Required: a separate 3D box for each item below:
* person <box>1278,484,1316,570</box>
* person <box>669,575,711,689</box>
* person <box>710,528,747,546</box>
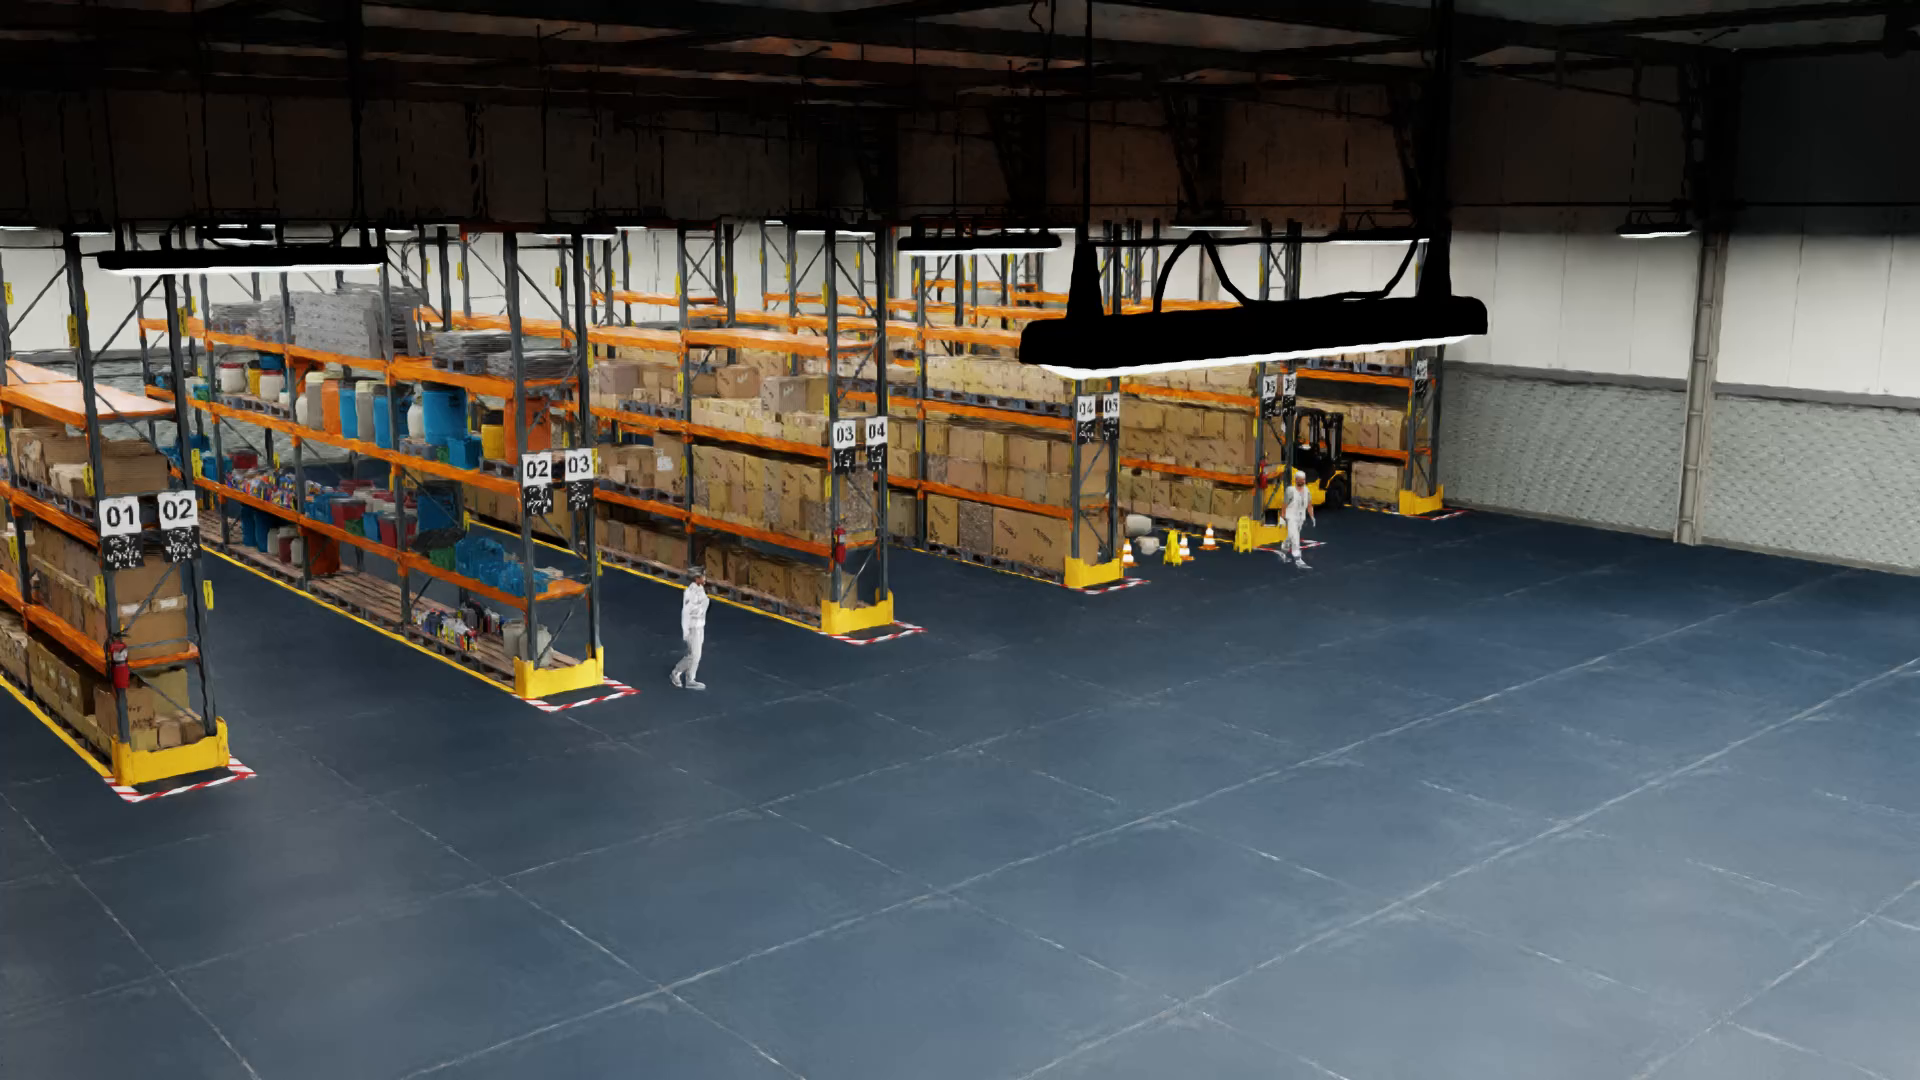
[{"bbox_3d":[5.959,-0.260,29.313,0.532,1.491,1.038,-7,13,-31],"label":"person"},{"bbox_3d":[-3.582,1.160,21.986,0.520,1.649,0.530,2,12,11],"label":"person"},{"bbox_3d":[-4.278,-0.606,30.599,0.812,1.542,0.568,7,13,31],"label":"person"}]
